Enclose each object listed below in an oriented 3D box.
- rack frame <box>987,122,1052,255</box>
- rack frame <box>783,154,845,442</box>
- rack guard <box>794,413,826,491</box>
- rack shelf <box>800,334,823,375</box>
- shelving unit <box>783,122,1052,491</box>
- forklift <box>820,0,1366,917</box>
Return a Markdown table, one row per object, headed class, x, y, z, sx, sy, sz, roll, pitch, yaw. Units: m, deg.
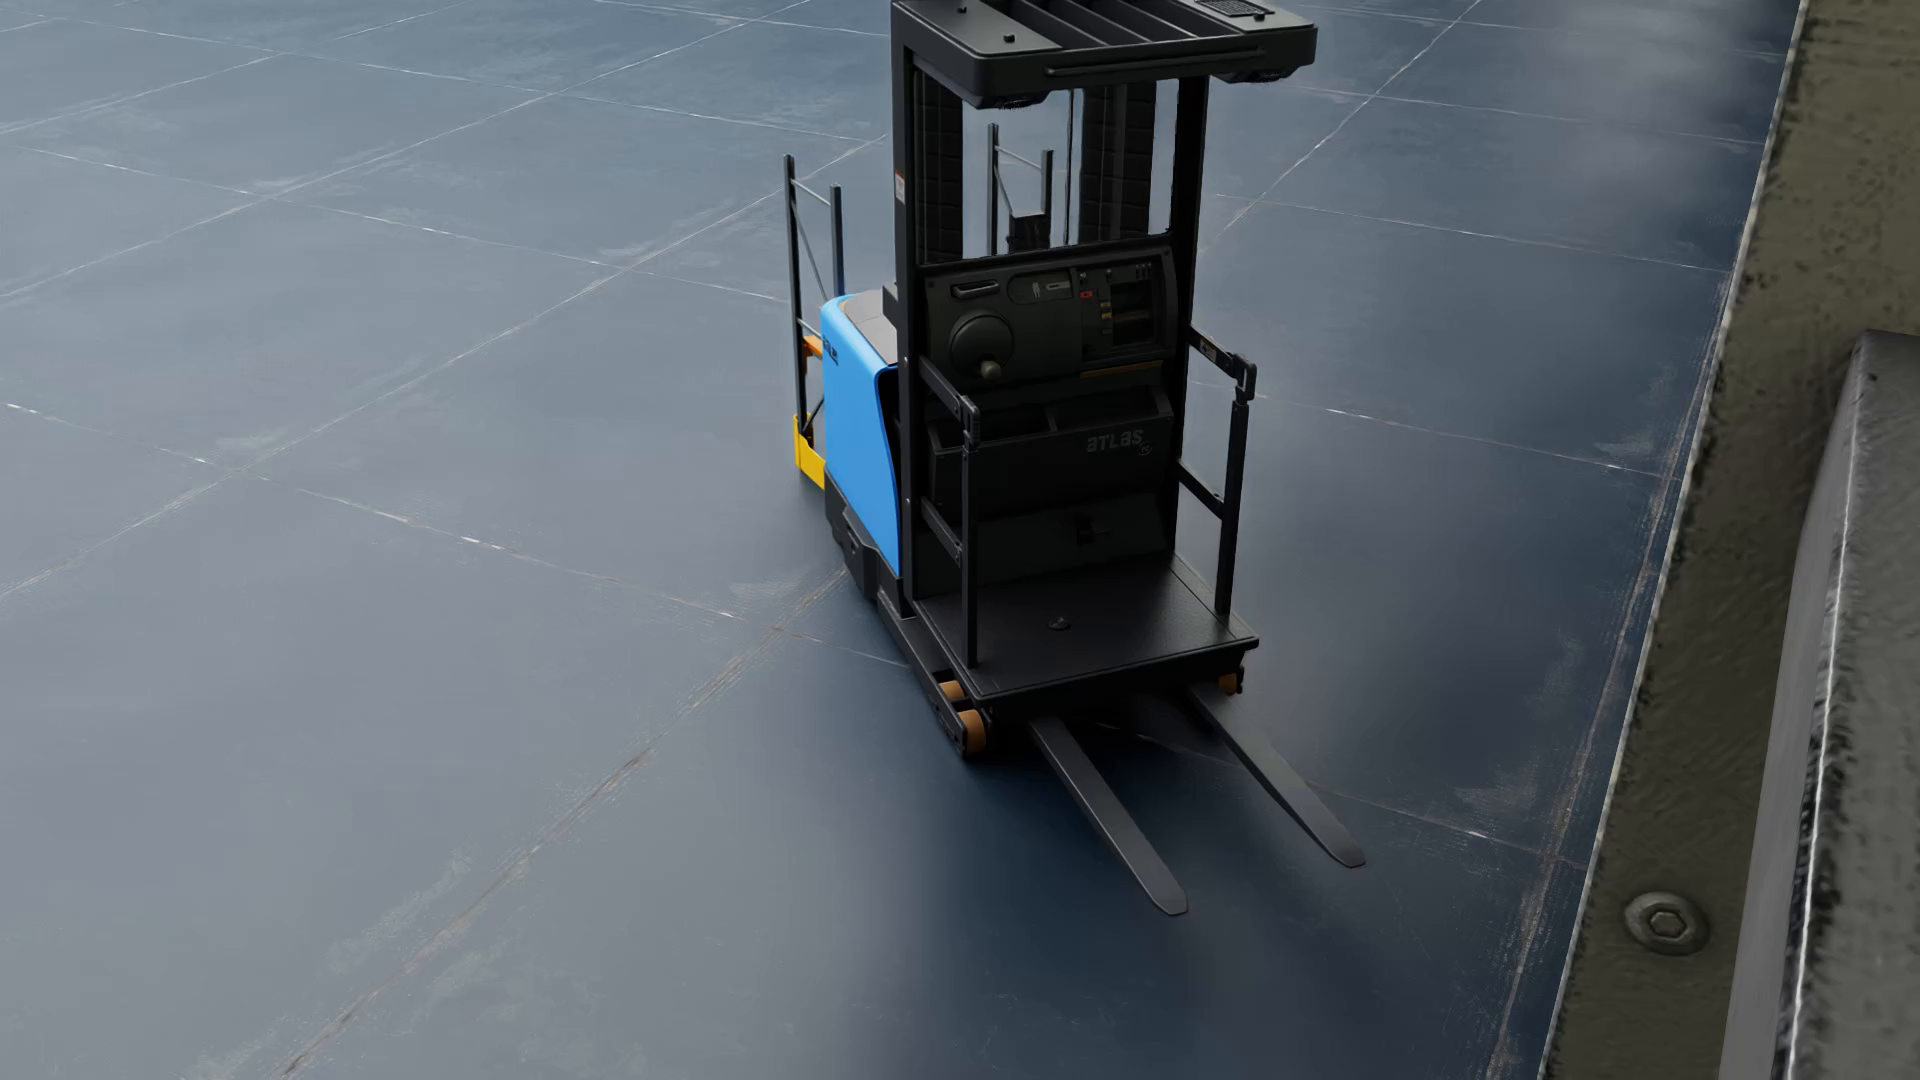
| class | x | y | z | sx | sy | sz | roll | pitch | yaw |
| --- | --- | --- | --- | --- | --- | --- | --- | --- | --- |
| rack frame | 0.263 | -1.142 | 7.746 | 0.032 | 1.500 | 0.500 | -16 | 33 | -25 |
| rack frame | -0.621 | -0.892 | 7.310 | 0.032 | 1.500 | 0.500 | -16 | 33 | -25 |
| rack guard | -0.604 | -0.355 | 7.630 | 0.087 | 0.250 | 0.587 | -16 | 33 | -25 |
| rack shelf | -0.179 | -0.861 | 7.618 | 1.000 | 0.185 | 0.538 | -16 | 33 | -25 |
| shelving unit | -0.171 | -1.019 | 7.532 | 1.083 | 1.500 | 0.587 | -16 | 33 | -25 |
| forklift | 0.402 | -0.736 | 5.601 | 1.130 | 2.935 | 3.031 | -11 | 32 | -18 |
